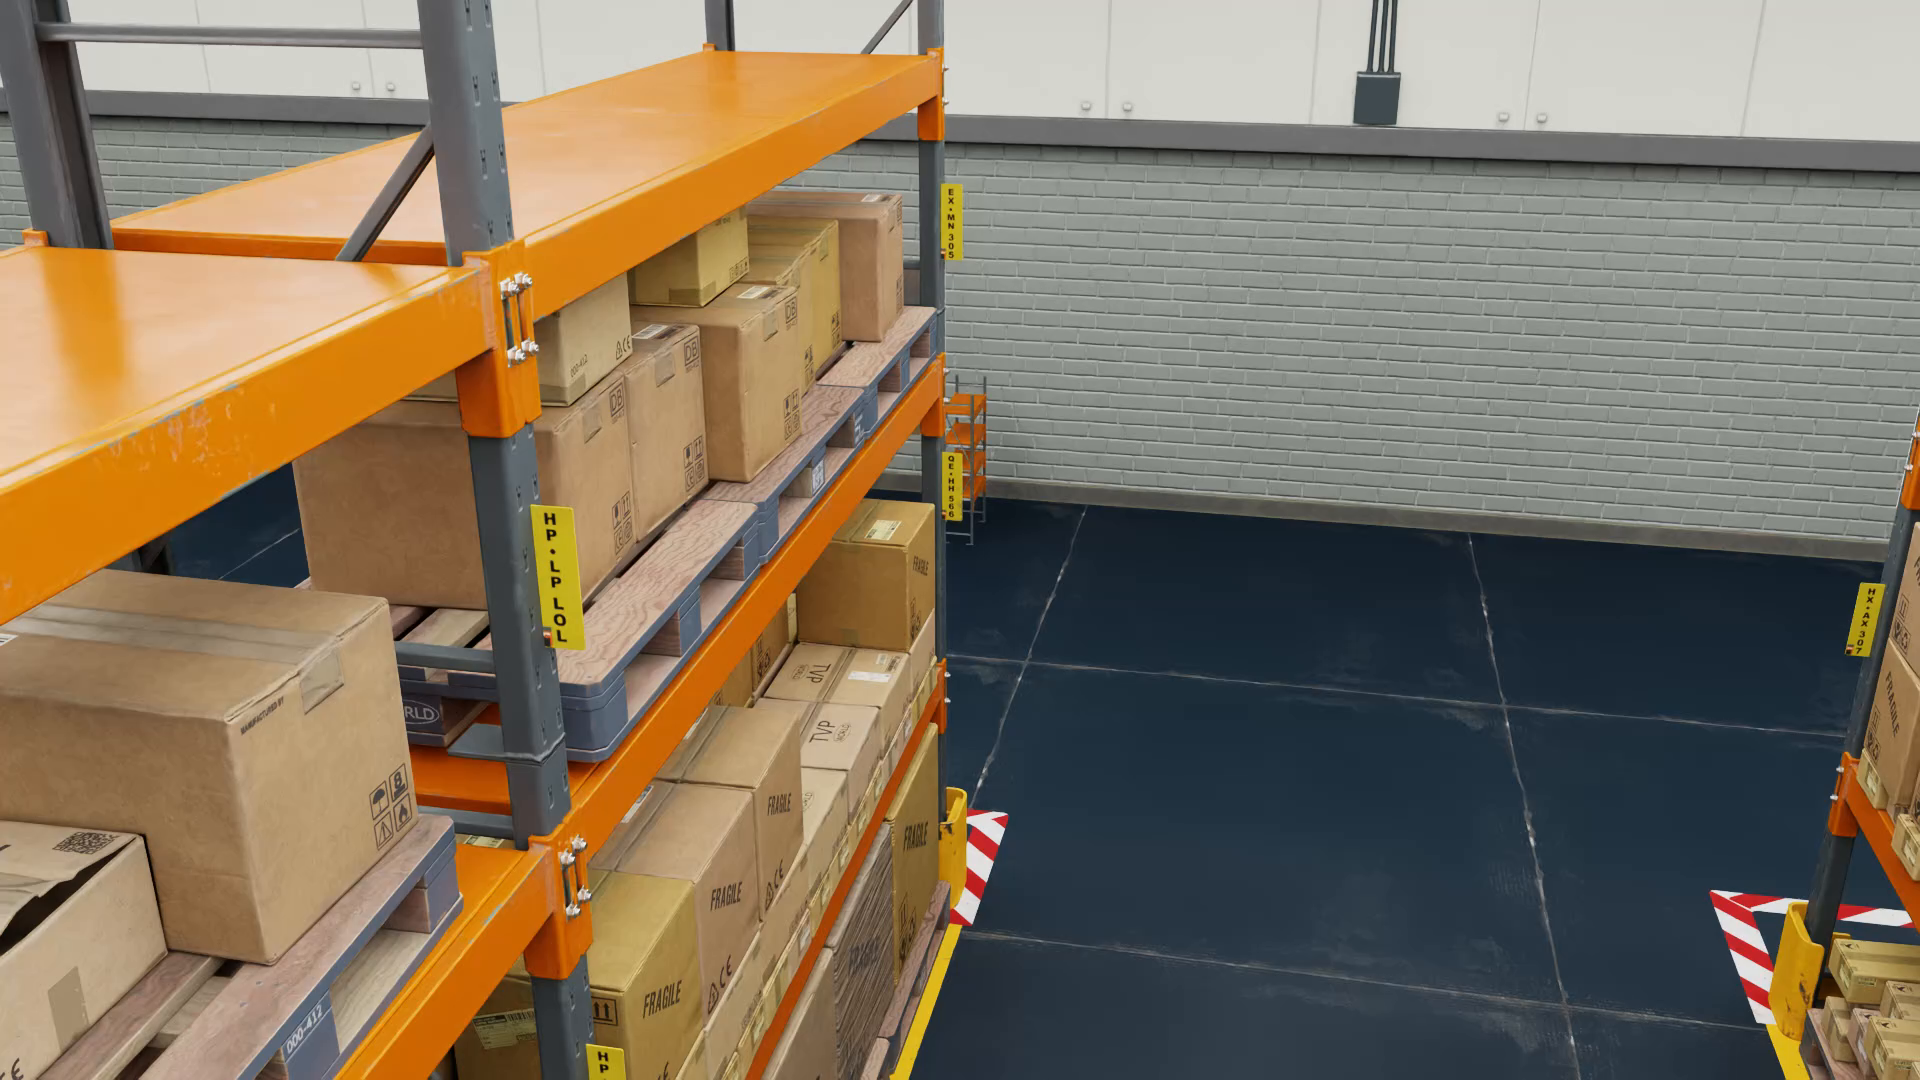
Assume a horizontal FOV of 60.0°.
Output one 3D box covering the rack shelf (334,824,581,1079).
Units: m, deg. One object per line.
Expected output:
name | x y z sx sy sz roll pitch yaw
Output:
rack shelf | -1.791 1.495 2.075 1.077 0.370 4.000 4 22 11

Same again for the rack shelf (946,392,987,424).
rack shelf | 0.034 -0.982 12.633 0.258 0.148 0.480 4 22 11

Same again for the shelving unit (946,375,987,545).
shelving unit | 0.034 -0.617 12.780 0.258 1.200 0.503 4 22 11

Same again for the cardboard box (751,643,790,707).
cardboard box | -1.029 0.635 7.064 0.500 0.250 0.500 4 22 10

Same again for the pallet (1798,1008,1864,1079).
pallet | 4.052 2.389 6.640 1.003 0.211 1.213 4 22 11

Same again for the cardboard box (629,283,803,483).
cardboard box | -0.923 -0.526 5.298 0.700 0.500 0.500 5 23 13

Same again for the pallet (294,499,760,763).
pallet | -1.206 0.172 4.514 1.003 0.211 1.213 4 22 11

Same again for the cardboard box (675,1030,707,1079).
cardboard box | -1.031 1.601 4.667 0.500 0.250 0.500 4 22 10

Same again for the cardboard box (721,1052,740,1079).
cardboard box | -0.890 1.662 5.048 0.380 0.149 0.250 5 23 13

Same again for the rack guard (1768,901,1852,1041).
rack guard | 4.253 1.960 7.317 1.175 0.500 0.348 4 22 11

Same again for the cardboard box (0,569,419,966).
cardboard box | -1.492 0.401 3.131 0.700 0.500 0.500 5 22 12

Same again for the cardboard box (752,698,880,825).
cardboard box | -0.614 0.859 6.509 0.500 0.250 0.500 4 22 9

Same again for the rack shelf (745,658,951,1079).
rack shelf | -0.975 1.423 6.268 1.077 0.370 4.000 4 22 11

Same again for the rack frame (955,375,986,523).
rack frame | 0.084 -0.706 13.001 0.240 1.200 0.015 4 22 11

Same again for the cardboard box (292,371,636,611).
cardboard box | -1.282 -0.149 4.363 0.700 0.500 0.500 3 22 8

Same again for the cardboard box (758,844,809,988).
cardboard box | -0.824 1.229 5.589 0.500 0.250 0.500 5 22 12

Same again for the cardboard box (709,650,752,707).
cardboard box | -1.131 0.470 6.471 0.500 0.500 0.500 4 22 9

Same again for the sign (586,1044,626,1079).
sign | -0.850 1.358 4.022 0.100 0.325 0.005 4 22 11

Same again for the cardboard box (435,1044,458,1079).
cardboard box | -1.551 1.216 4.617 0.500 0.500 0.500 5 22 12

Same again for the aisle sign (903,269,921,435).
aisle sign | -0.259 -0.851 7.472 0.394 0.787 0.004 4 22 11

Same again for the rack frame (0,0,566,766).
rack frame | -1.383 -0.962 3.196 1.000 3.000 0.127 4 22 11

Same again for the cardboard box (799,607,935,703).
cardboard box | -0.406 0.487 7.432 0.500 0.250 0.500 4 22 10

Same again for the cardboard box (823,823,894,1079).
cardboard box | -0.805 1.722 6.845 0.875 0.875 0.875 4 22 11

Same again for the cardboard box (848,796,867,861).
cardboard box | -0.577 1.098 6.447 0.380 0.149 0.250 5 22 11

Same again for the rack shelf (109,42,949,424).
rack shelf | -0.975 -1.174 5.222 1.077 0.370 4.000 4 22 11

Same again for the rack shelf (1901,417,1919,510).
rack shelf | 3.860 0.447 4.677 1.077 0.370 4.000 4 22 11

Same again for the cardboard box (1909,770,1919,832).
cardboard box | 3.822 0.930 5.998 0.500 0.500 0.500 5 22 11

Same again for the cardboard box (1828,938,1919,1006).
cardboard box | 3.829 1.790 6.850 0.380 0.149 0.250 3 22 8

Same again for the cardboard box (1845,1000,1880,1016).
cardboard box | 3.910 1.935 6.890 0.380 0.149 0.250 5 23 13

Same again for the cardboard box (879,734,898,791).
cardboard box | -0.473 0.908 6.919 0.380 0.149 0.250 5 22 12

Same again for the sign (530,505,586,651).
sign | -0.850 0.082 3.507 0.100 0.325 0.005 4 22 11

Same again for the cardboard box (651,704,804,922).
cardboard box | -0.825 0.879 5.455 0.500 0.500 0.500 4 22 9

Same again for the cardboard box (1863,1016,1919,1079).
cardboard box | 3.713 1.983 6.373 0.380 0.149 0.250 4 22 11

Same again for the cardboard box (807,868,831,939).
cardboard box | -0.681 1.284 5.986 0.380 0.149 0.250 4 22 9

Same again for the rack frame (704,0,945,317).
rack frame | -0.567 -2.425 6.829 1.000 3.000 0.127 4 22 11

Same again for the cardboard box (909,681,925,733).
cardboard box | -0.369 0.725 7.374 0.380 0.149 0.250 5 22 11

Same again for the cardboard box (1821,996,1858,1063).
cardboard box | 3.848 2.068 6.958 0.380 0.149 0.250 5 22 12

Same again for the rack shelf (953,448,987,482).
rack shelf | 0.034 -0.555 12.805 0.258 0.148 0.480 4 22 11

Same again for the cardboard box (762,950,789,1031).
cardboard box | -0.787 1.472 5.519 0.380 0.149 0.250 4 22 10

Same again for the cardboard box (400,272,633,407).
cardboard box | -1.185 -0.549 4.354 0.500 0.250 0.500 3 22 7

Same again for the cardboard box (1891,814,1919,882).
cardboard box | 3.762 1.174 6.261 0.380 0.149 0.250 4 22 9

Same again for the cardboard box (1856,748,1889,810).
cardboard box | 3.881 0.983 6.734 0.380 0.149 0.250 4 22 10

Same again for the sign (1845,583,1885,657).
sign | 3.737 0.330 6.860 0.100 0.325 0.005 4 22 11

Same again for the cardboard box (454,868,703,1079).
cardboard box | -1.035 1.249 4.536 0.500 0.500 0.500 4 22 11

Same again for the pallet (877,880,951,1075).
pallet | -0.654 1.950 7.729 1.003 0.211 1.213 4 22 11

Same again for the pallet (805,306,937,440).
pallet | -0.708 -0.720 6.730 1.003 0.211 1.213 4 22 11

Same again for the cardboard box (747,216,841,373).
cardboard box | -0.853 -0.930 6.303 0.700 0.500 0.500 4 22 9
